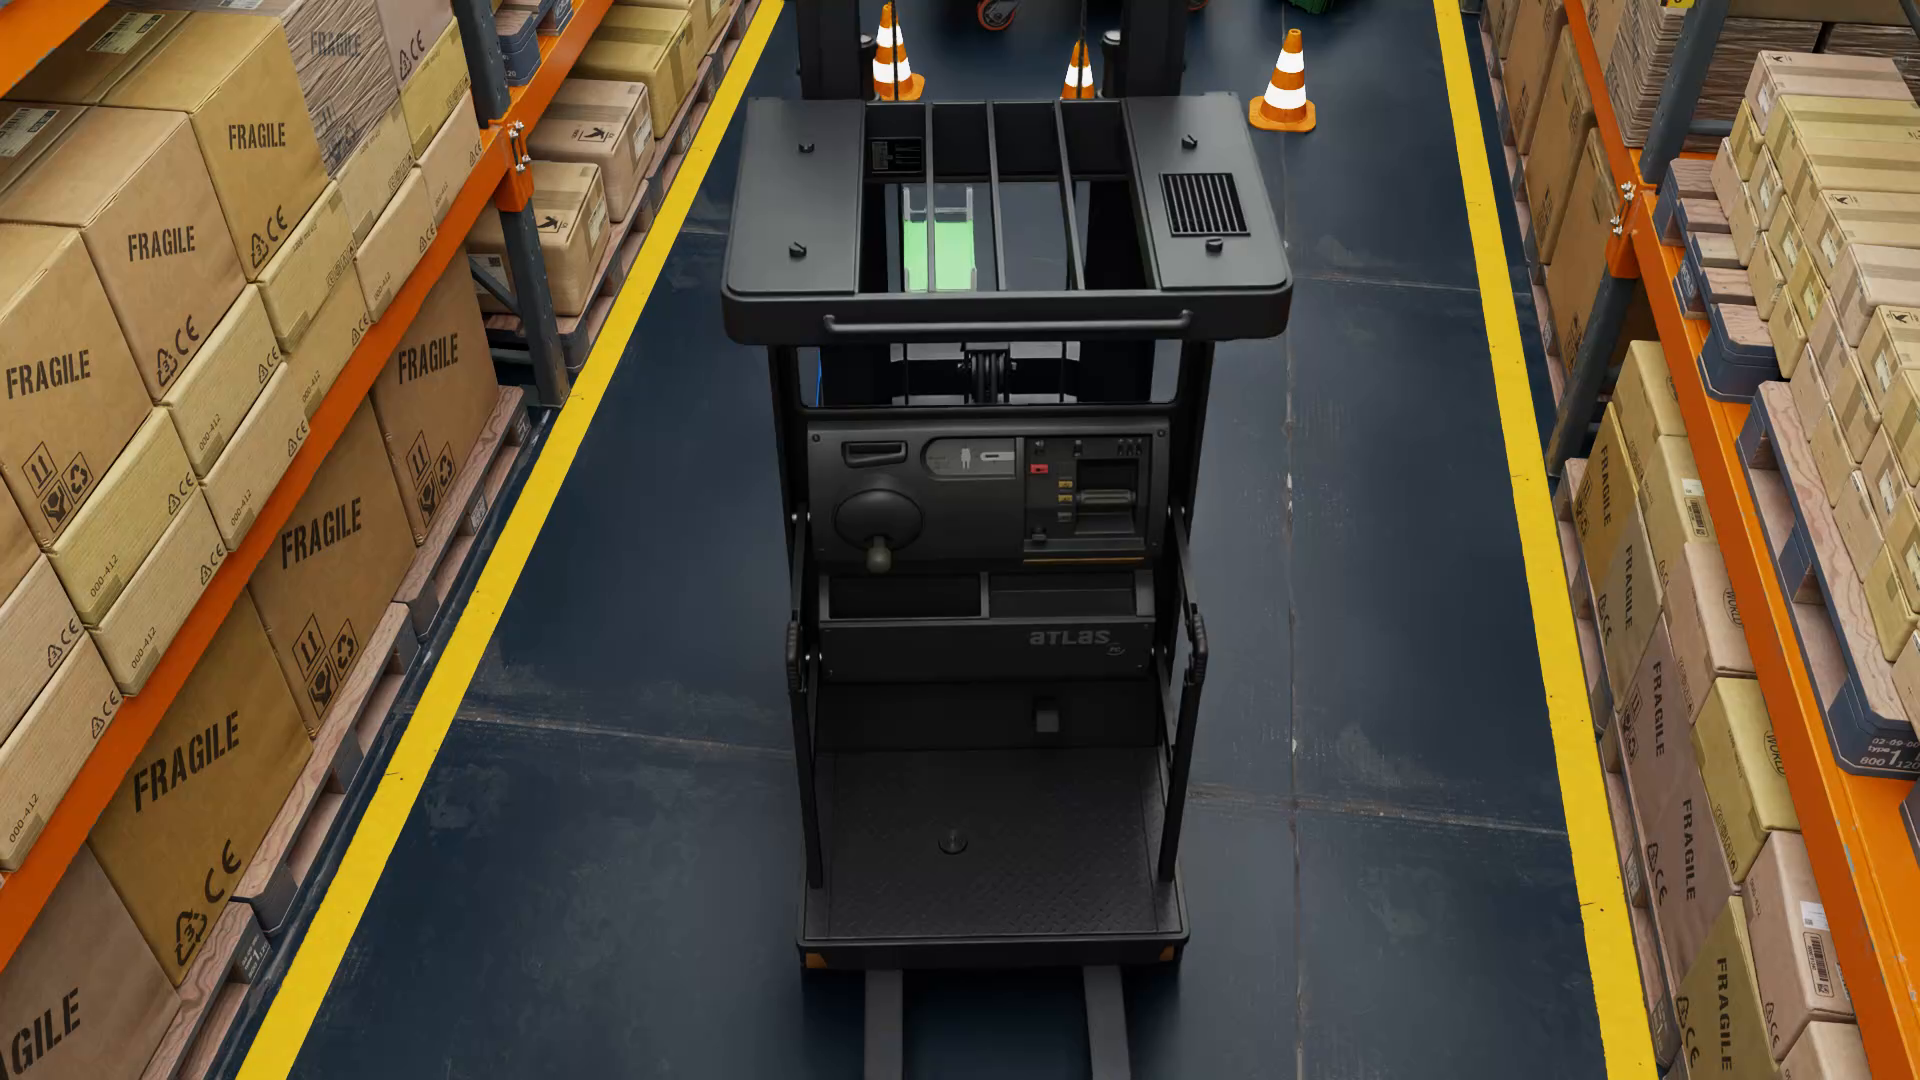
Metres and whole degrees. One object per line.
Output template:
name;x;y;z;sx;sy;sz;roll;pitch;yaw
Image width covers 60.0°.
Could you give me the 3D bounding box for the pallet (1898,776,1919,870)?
pallet;2.520;0.961;3.193;1.003;0.211;1.213;5;44;6

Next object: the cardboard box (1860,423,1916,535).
cardboard box;2.340;-0.123;3.859;0.380;0.149;0.250;7;44;7

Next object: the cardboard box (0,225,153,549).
cardboard box;-2.194;-0.346;3.634;0.500;0.500;0.500;4;44;4

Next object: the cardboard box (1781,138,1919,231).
cardboard box;2.481;-0.957;4.523;0.380;0.149;0.250;5;44;5

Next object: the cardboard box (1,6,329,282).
cardboard box;-2.058;-1.043;4.370;0.500;0.500;0.500;5;44;6

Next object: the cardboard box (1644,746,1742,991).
cardboard box;2.263;0.928;4.601;0.500;0.500;0.500;4;44;5

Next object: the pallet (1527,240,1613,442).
pallet;2.982;-0.845;6.989;1.003;0.211;1.213;5;44;6

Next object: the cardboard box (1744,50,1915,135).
cardboard box;2.550;-1.304;4.890;0.380;0.149;0.250;5;44;6

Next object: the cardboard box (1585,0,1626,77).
cardboard box;2.664;-2.034;6.144;0.500;0.500;0.500;5;44;6

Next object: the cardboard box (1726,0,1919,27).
cardboard box;2.873;-2.031;5.414;0.700;0.500;0.500;5;44;5

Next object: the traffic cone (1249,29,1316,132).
traffic cone;1.658;-2.355;8.401;0.336;0.463;0.334;5;44;6

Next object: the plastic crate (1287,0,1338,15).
plastic crate;2.057;-3.290;9.547;0.450;0.188;0.662;35;53;18

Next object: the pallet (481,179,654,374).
pallet;-2.012;-1.228;7.393;1.003;0.211;1.213;5;44;6

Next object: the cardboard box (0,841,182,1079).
cardboard box;-2.643;1.207;4.033;0.875;0.875;0.875;6;44;7

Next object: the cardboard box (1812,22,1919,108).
cardboard box;3.130;-1.645;5.733;0.500;0.500;0.500;6;44;6

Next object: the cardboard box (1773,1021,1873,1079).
cardboard box;2.122;1.351;3.608;0.500;0.250;0.500;4;44;4

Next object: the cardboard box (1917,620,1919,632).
cardboard box;2.268;0.228;3.488;0.380;0.149;0.250;3;44;3

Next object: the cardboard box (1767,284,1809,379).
cardboard box;2.439;-0.551;4.527;0.380;0.149;0.250;7;44;7

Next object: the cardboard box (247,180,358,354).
cardboard box;-2.040;-0.781;4.639;0.500;0.250;0.500;4;44;4

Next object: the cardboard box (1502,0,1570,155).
cardboard box;3.208;-2.300;7.828;1.050;0.750;0.750;5;44;6

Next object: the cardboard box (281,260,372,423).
cardboard box;-2.061;-0.594;4.805;0.500;0.250;0.500;5;44;5

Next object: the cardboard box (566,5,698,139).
cardboard box;-1.836;-2.310;8.114;0.950;0.372;0.625;7;44;7

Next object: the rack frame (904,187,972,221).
rack frame;-0.077;-0.789;6.210;0.240;1.200;0.015;-1;43;-1

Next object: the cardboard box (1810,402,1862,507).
cardboard box;2.371;-0.198;4.155;0.380;0.149;0.250;6;44;6

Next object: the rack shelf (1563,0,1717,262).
rack shelf;3.068;-2.429;7.157;1.077;0.370;4.000;5;44;6

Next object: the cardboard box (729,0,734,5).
cardboard box;-1.655;-3.275;9.133;0.950;0.372;0.625;6;44;6

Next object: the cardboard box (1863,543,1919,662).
cardboard box;2.300;0.161;3.775;0.380;0.149;0.250;7;44;7

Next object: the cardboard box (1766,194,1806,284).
cardboard box;2.475;-0.818;4.593;0.380;0.149;0.250;4;44;4

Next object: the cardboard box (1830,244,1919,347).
cardboard box;2.411;-0.592;4.138;0.380;0.149;0.250;7;44;7

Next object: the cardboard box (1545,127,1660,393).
cardboard box;2.973;-1.069;6.528;1.050;0.750;0.750;5;44;5

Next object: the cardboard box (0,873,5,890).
cardboard box;-2.326;0.797;3.336;0.500;0.250;0.500;4;44;5

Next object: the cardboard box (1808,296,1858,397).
cardboard box;2.408;-0.476;4.232;0.380;0.149;0.250;5;44;6

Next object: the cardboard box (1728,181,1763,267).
cardboard box;2.509;-0.919;4.916;0.380;0.149;0.250;7;44;8

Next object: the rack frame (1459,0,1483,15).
rack frame;3.332;-4.053;8.349;1.000;3.000;0.127;5;44;6

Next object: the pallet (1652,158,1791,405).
pallet;2.815;-0.762;5.013;1.213;0.211;1.003;5;44;6

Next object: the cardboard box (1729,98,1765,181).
cardboard box;2.541;-1.185;4.981;0.380;0.149;0.250;7;44;7

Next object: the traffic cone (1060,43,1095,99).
traffic cone;0.589;-2.252;8.292;0.336;0.463;0.334;5;44;6

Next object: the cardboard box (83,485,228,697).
cardboard box;-2.175;0.096;4.076;0.500;0.250;0.500;5;44;5

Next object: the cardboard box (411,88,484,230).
cardboard box;-1.926;-1.285;5.535;0.500;0.250;0.500;4;44;4

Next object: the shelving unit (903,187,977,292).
shelving unit;-0.071;-0.621;6.033;0.258;1.200;0.503;-1;43;-1

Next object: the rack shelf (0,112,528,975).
rack shelf;-2.381;-0.084;4.680;1.077;0.370;4.000;5;44;6

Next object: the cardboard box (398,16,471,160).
cardboard box;-1.929;-1.482;5.379;0.500;0.250;0.500;5;44;5

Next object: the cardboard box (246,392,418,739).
cardboard box;-2.412;-0.018;5.328;0.875;0.875;0.875;6;44;6

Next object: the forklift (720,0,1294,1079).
forklift;0.081;-0.028;4.148;1.130;2.935;3.031;-1;43;-1

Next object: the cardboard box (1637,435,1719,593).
cardboard box;2.405;-0.050;5.089;0.500;0.250;0.500;5;44;5

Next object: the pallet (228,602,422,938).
pallet;-2.459;0.664;5.395;1.003;0.211;1.213;5;44;6

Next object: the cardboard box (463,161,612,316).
cardboard box;-2.032;-1.290;7.037;0.950;0.372;0.625;3;43;3

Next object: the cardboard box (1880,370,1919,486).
cardboard box;2.341;-0.241;3.768;0.380;0.149;0.250;5;44;5

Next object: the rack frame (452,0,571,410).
rack frame;-2.117;-1.708;5.872;1.000;3.000;0.127;5;44;6

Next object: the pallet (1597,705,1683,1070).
pallet;2.535;1.047;4.991;1.003;0.211;1.213;5;44;6

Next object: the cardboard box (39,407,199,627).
cardboard box;-2.173;-0.083;3.901;0.500;0.250;0.500;6;44;6

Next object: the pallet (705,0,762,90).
pallet;-1.689;-2.891;9.149;1.003;0.211;1.213;5;44;6

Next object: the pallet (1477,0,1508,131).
pallet;3.305;-2.508;8.745;1.003;0.211;1.213;5;44;6

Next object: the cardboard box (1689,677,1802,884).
cardboard box;2.259;0.641;4.359;0.500;0.250;0.500;3;44;4

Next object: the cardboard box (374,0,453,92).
cardboard box;-1.926;-1.731;5.097;0.500;0.500;0.500;4;44;4

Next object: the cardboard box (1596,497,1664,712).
cardboard box;2.394;0.230;5.338;0.500;0.500;0.500;6;44;6
